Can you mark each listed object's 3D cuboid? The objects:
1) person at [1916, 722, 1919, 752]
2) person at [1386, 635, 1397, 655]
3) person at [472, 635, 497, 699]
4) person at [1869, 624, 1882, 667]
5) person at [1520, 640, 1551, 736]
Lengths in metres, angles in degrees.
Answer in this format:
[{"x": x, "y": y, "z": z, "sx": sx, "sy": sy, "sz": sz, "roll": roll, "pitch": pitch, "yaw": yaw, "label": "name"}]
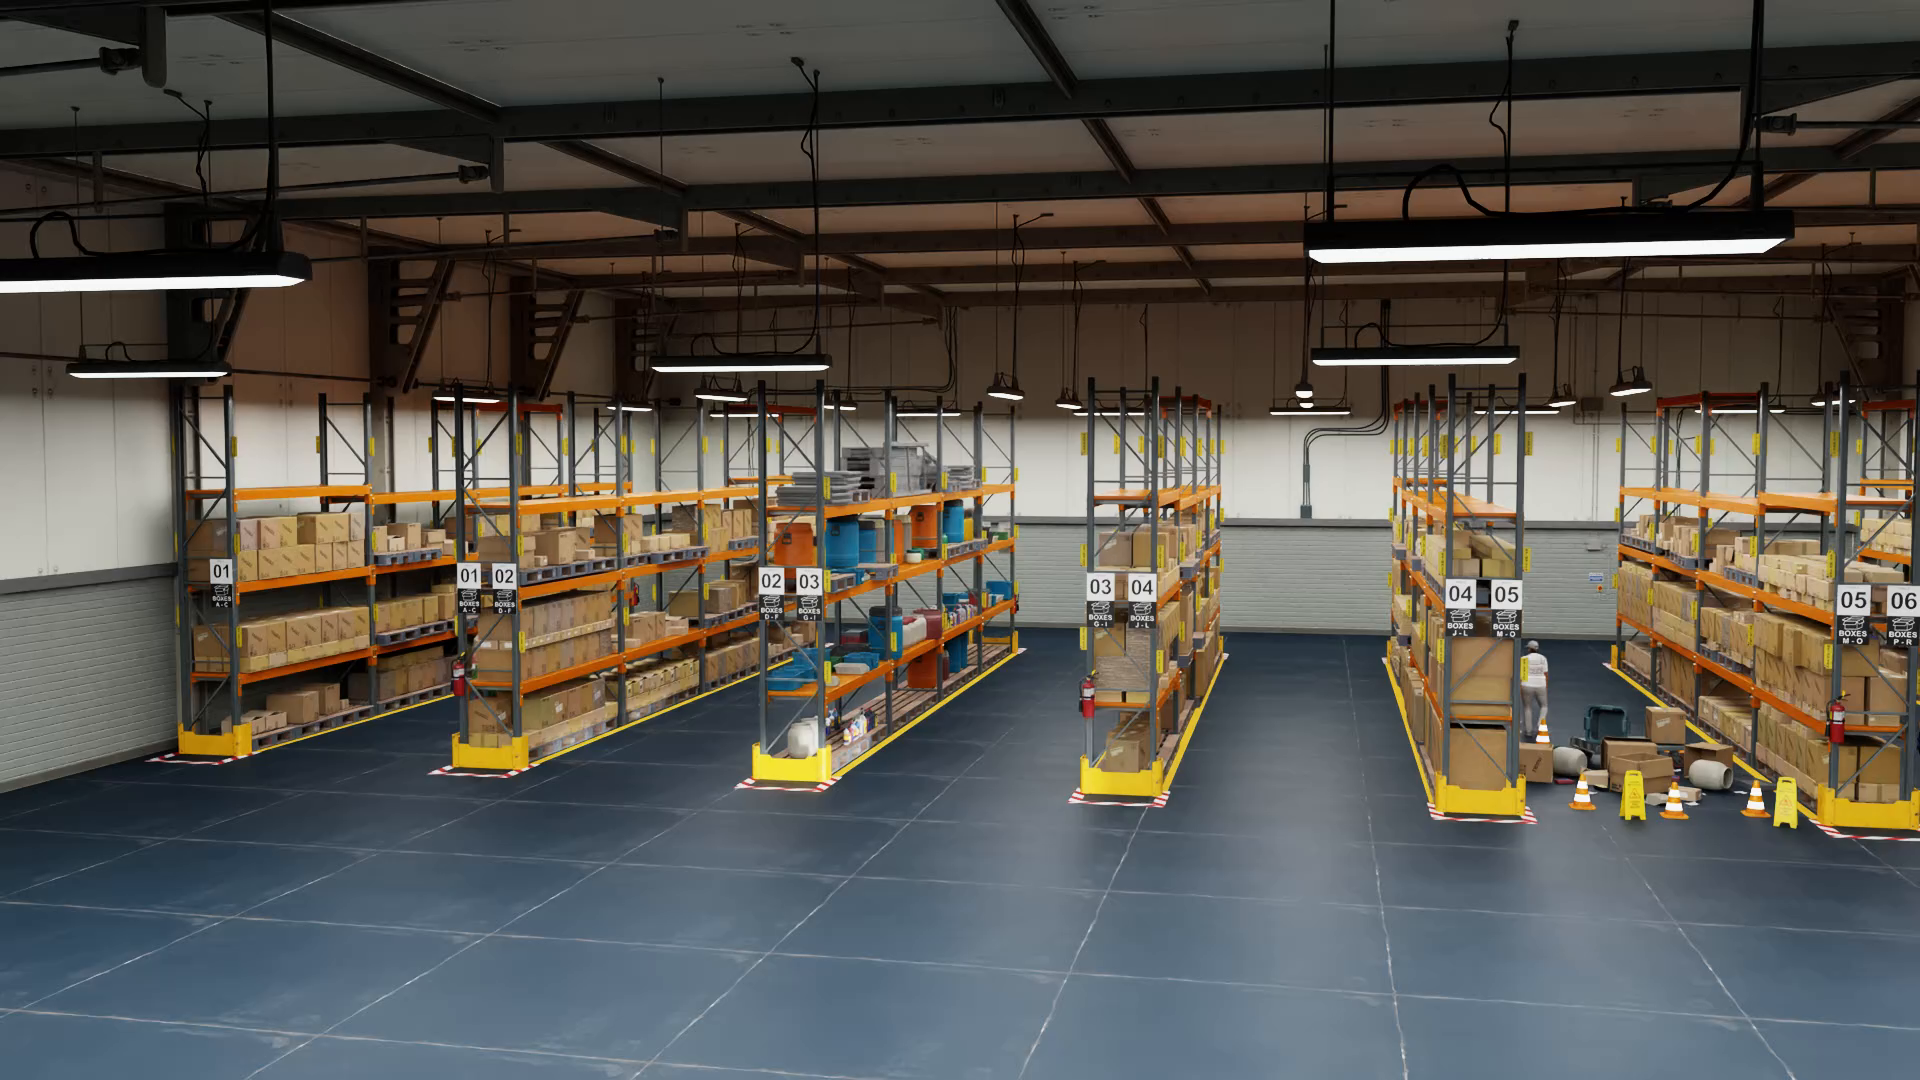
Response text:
[{"x": 14.922, "y": 2.817, "z": 25.426, "sx": 0.546, "sy": 1.540, "sz": 0.709, "roll": 1, "pitch": 3, "yaw": 13, "label": "person"}, {"x": 10.685, "y": 2.014, "z": 39.515, "sx": 1.090, "sy": 1.541, "sz": 0.581, "roll": 1, "pitch": 3, "yaw": 9, "label": "person"}, {"x": -8.815, "y": 2.398, "z": 30.919, "sx": 0.569, "sy": 1.813, "sz": 0.694, "roll": -1, "pitch": 3, "yaw": -11, "label": "person"}, {"x": 17.233, "y": 2.442, "z": 31.437, "sx": 0.455, "sy": 1.697, "sz": 0.558, "roll": 0, "pitch": 3, "yaw": -8, "label": "person"}, {"x": 9.932, "y": 2.570, "z": 28.719, "sx": 0.533, "sy": 1.660, "sz": 0.498, "roll": 1, "pitch": 3, "yaw": 12, "label": "person"}]
